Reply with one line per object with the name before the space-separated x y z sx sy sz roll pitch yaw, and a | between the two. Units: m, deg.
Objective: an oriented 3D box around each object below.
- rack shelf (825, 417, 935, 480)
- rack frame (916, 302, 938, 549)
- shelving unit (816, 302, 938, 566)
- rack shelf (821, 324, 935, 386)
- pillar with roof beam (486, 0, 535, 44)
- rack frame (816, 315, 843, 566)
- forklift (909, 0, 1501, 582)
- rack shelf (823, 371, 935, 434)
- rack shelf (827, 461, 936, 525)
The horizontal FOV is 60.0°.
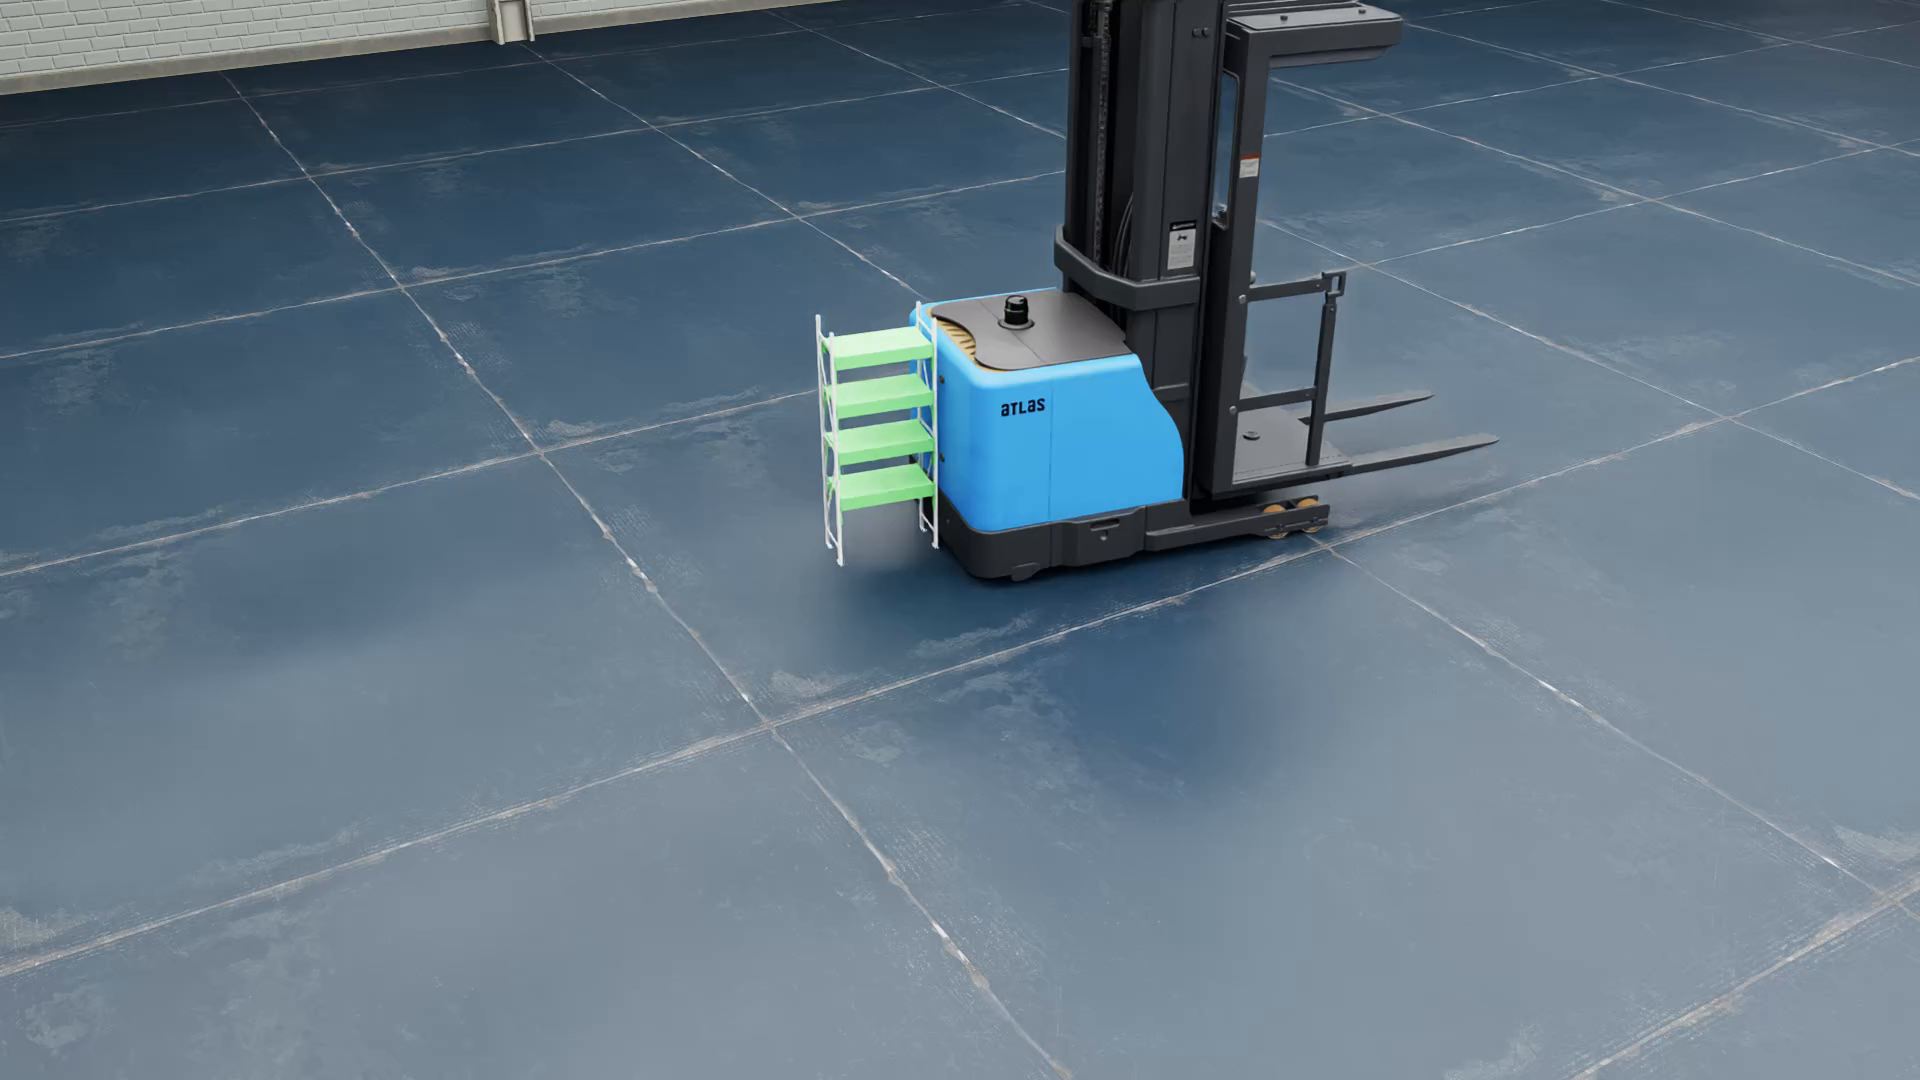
rack shelf | -0.385 -0.439 7.937 0.480 0.148 0.258 -10 30 -18
rack frame | -0.156 -0.536 7.980 0.015 1.200 0.240 -10 30 -18
shelving unit | -0.385 -0.495 7.906 0.503 1.200 0.258 -10 30 -18
rack shelf | -0.385 -0.860 7.705 0.480 0.148 0.258 -10 30 -18
pillar with roof beam | -2.694 -7.602 12.712 0.400 9.000 9.100 -16 33 -26
rack frame | -0.614 -0.455 7.832 0.015 1.200 0.240 -10 30 -18
forklift | 1.311 -1.516 7.964 3.031 2.935 1.130 -10 30 -18
rack shelf | -0.385 -0.650 7.821 0.480 0.148 0.258 -10 30 -18
rack shelf | -0.385 -0.229 8.053 0.480 0.148 0.258 -10 30 -18
